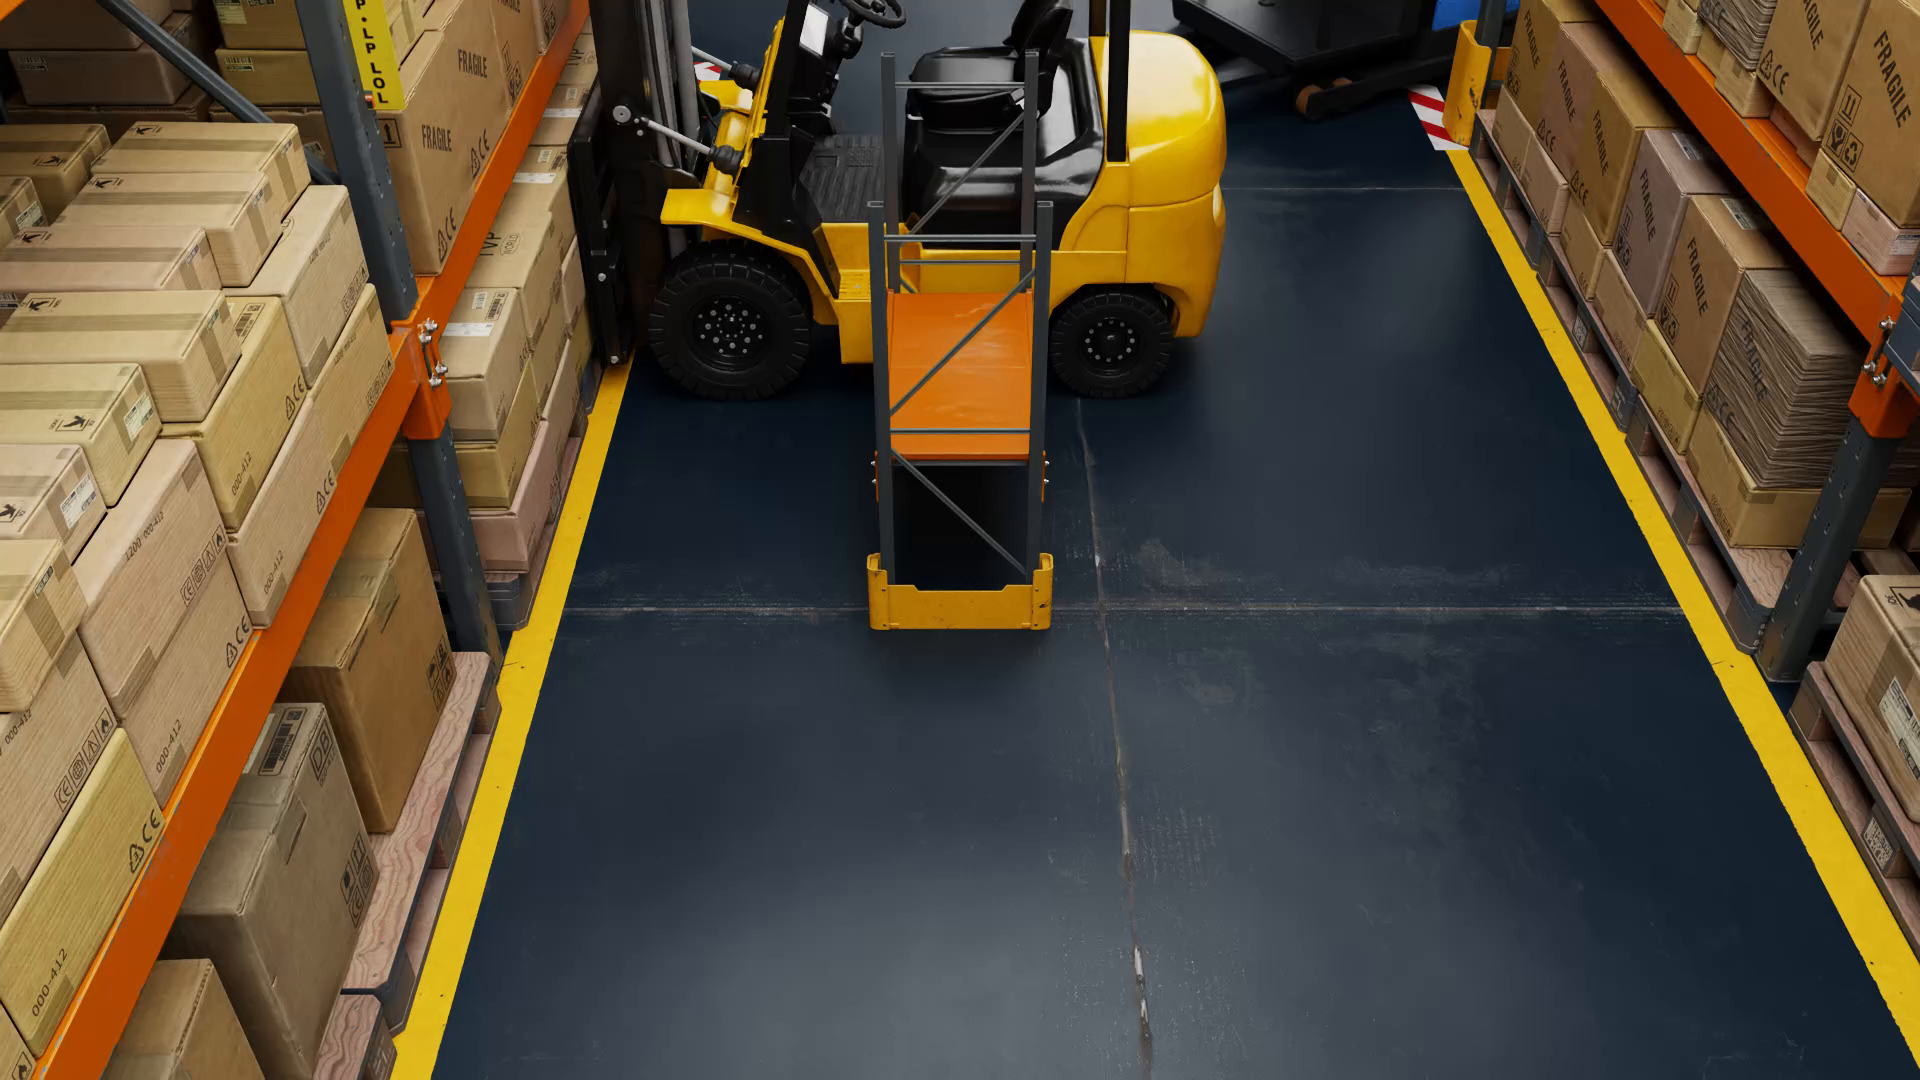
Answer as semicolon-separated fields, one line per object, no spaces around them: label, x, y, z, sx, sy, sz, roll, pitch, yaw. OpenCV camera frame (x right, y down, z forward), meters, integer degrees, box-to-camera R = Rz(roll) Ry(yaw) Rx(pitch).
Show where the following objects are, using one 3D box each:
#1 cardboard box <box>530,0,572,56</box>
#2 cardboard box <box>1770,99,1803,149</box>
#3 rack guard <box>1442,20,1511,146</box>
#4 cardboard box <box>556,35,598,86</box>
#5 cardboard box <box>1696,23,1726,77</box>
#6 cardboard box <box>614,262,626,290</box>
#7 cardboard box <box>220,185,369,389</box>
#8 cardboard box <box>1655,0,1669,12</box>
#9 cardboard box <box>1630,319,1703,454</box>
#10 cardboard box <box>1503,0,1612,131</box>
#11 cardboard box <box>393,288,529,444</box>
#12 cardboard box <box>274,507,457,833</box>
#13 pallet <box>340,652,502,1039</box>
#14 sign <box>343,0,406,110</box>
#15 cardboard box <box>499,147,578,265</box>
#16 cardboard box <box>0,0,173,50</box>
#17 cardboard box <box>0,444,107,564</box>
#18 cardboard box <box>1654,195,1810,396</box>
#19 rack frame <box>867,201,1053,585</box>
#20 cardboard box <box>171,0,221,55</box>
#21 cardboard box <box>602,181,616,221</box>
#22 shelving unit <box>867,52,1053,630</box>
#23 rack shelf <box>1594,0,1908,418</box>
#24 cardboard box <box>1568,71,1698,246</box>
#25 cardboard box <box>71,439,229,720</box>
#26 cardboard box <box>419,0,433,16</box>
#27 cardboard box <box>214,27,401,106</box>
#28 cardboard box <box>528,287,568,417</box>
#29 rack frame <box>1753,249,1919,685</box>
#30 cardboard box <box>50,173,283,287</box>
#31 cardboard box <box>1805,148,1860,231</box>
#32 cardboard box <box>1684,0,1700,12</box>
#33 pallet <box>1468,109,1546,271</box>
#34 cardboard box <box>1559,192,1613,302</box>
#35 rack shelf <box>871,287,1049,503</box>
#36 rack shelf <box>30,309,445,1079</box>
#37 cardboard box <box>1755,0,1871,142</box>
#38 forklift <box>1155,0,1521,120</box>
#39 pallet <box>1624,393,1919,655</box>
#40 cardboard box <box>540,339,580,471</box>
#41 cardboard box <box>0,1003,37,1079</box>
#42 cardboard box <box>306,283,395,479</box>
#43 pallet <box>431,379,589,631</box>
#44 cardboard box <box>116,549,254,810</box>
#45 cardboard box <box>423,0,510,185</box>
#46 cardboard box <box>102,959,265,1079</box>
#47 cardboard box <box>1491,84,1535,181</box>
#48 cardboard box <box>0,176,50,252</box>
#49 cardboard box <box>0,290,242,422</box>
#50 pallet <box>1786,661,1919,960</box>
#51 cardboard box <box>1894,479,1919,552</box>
cardboard box;-1.683;-2.026;5.800;0.500;0.500;0.500;0;39;0
cardboard box;2.798;-1.336;5.219;0.380;0.149;0.250;-1;39;-1
rack guard;3.014;-2.237;8.141;1.175;0.500;0.348;0;39;0
cardboard box;-1.620;-1.812;6.676;0.500;0.250;0.500;0;39;1
cardboard box;2.739;-1.656;5.619;0.380;0.149;0.250;-1;39;-1
cardboard box;-1.627;-1.102;6.590;0.500;0.250;0.500;1;39;1
cardboard box;-1.689;-0.582;3.798;0.500;0.250;0.500;-1;39;-1
cardboard box;2.760;-1.975;6.016;0.380;0.149;0.250;-1;39;-1
cardboard box;2.739;-0.552;5.903;0.500;0.250;0.500;-1;39;-1
cardboard box;2.739;-2.124;7.265;0.500;0.500;0.500;-1;39;-2
cardboard box;-1.632;-0.536;5.084;0.500;0.250;0.500;-1;39;-1
cardboard box;-1.933;0.337;4.494;0.875;0.625;0.625;2;39;2
pallet;-1.905;0.796;4.587;1.003;0.211;1.213;0;39;0
sign;-1.402;-1.180;3.961;0.100;0.325;0.005;0;39;0
cardboard box;-1.634;-1.167;5.871;0.500;0.250;0.500;1;39;1
cardboard box;-2.248;-1.360;4.212;0.380;0.149;0.250;0;39;0
cardboard box;-1.692;-0.032;2.793;0.380;0.149;0.250;0;39;0
cardboard box;2.747;-0.830;5.650;0.500;0.500;0.500;1;39;1
rack frame;0.000;-0.321;4.951;0.500;1.500;0.032;0;39;0
cardboard box;-2.237;-1.402;4.502;0.380;0.149;0.250;-1;39;-1
cardboard box;-1.628;-1.286;6.420;0.500;0.250;0.500;0;39;0
shelving unit;0.000;-0.633;5.340;0.587;1.500;1.083;0;39;0
rack shelf;3.016;-1.728;6.083;1.077;0.370;4.000;0;39;0
cardboard box;2.736;-1.483;6.465;0.500;0.500;0.500;1;39;1
cardboard box;-1.686;0.059;2.997;0.500;0.250;0.500;1;39;1
cardboard box;-1.712;-1.569;4.710;0.380;0.149;0.250;0;39;0
cardboard box;-1.682;-1.244;4.305;0.380;0.149;0.250;-1;39;-1
cardboard box;-1.639;-0.656;5.633;0.500;0.250;0.500;0;39;0
rack frame;3.019;-0.758;4.298;1.000;3.000;0.127;0;39;0
cardboard box;-1.704;-0.670;3.588;0.380;0.149;0.250;-1;39;-1
cardboard box;2.706;-1.017;4.821;0.380;0.149;0.250;1;39;1
cardboard box;2.752;-2.158;5.726;0.500;0.500;0.500;-1;39;-1
pallet;2.980;-1.616;7.598;1.003;0.211;1.213;0;39;0
cardboard box;2.745;-1.186;6.694;0.500;0.250;0.500;2;39;3
rack shelf;0.000;-0.498;5.460;0.538;0.185;1.000;0;39;0
rack shelf;-1.943;0.779;2.955;1.077;0.370;4.000;0;39;0
cardboard box;2.762;-1.513;4.922;0.500;0.500;0.500;1;39;1
forklift;1.775;-3.642;7.951;3.031;2.935;1.130;-20;43;-23
pallet;2.983;-0.090;5.694;1.003;0.211;1.213;0;39;0
cardboard box;-1.630;-0.464;5.793;0.500;0.250;0.500;-1;39;-1
cardboard box;-1.700;0.893;2.357;0.500;0.250;0.500;-1;39;-2
cardboard box;-1.683;-0.379;3.944;0.500;0.250;0.500;1;39;1
pallet;-1.904;-0.162;5.783;1.003;0.211;1.213;0;39;0
cardboard box;-1.707;0.246;3.164;0.500;0.250;0.500;0;39;0
cardboard box;-1.702;-1.395;5.012;0.500;0.500;0.500;1;39;1
cardboard box;-1.937;1.292;3.302;0.875;0.625;0.625;-2;39;-2
cardboard box;2.738;-1.846;7.518;0.500;0.250;0.500;0;39;0
cardboard box;-2.211;-0.657;3.572;0.380;0.149;0.250;-1;39;-2
cardboard box;-1.624;-0.352;3.192;0.380;0.149;0.250;-1;39;-1
pallet;3.021;0.817;4.562;1.003;0.211;1.213;0;39;0
cardboard box;3.288;-0.218;5.487;0.500;0.250;0.500;-2;39;-2
